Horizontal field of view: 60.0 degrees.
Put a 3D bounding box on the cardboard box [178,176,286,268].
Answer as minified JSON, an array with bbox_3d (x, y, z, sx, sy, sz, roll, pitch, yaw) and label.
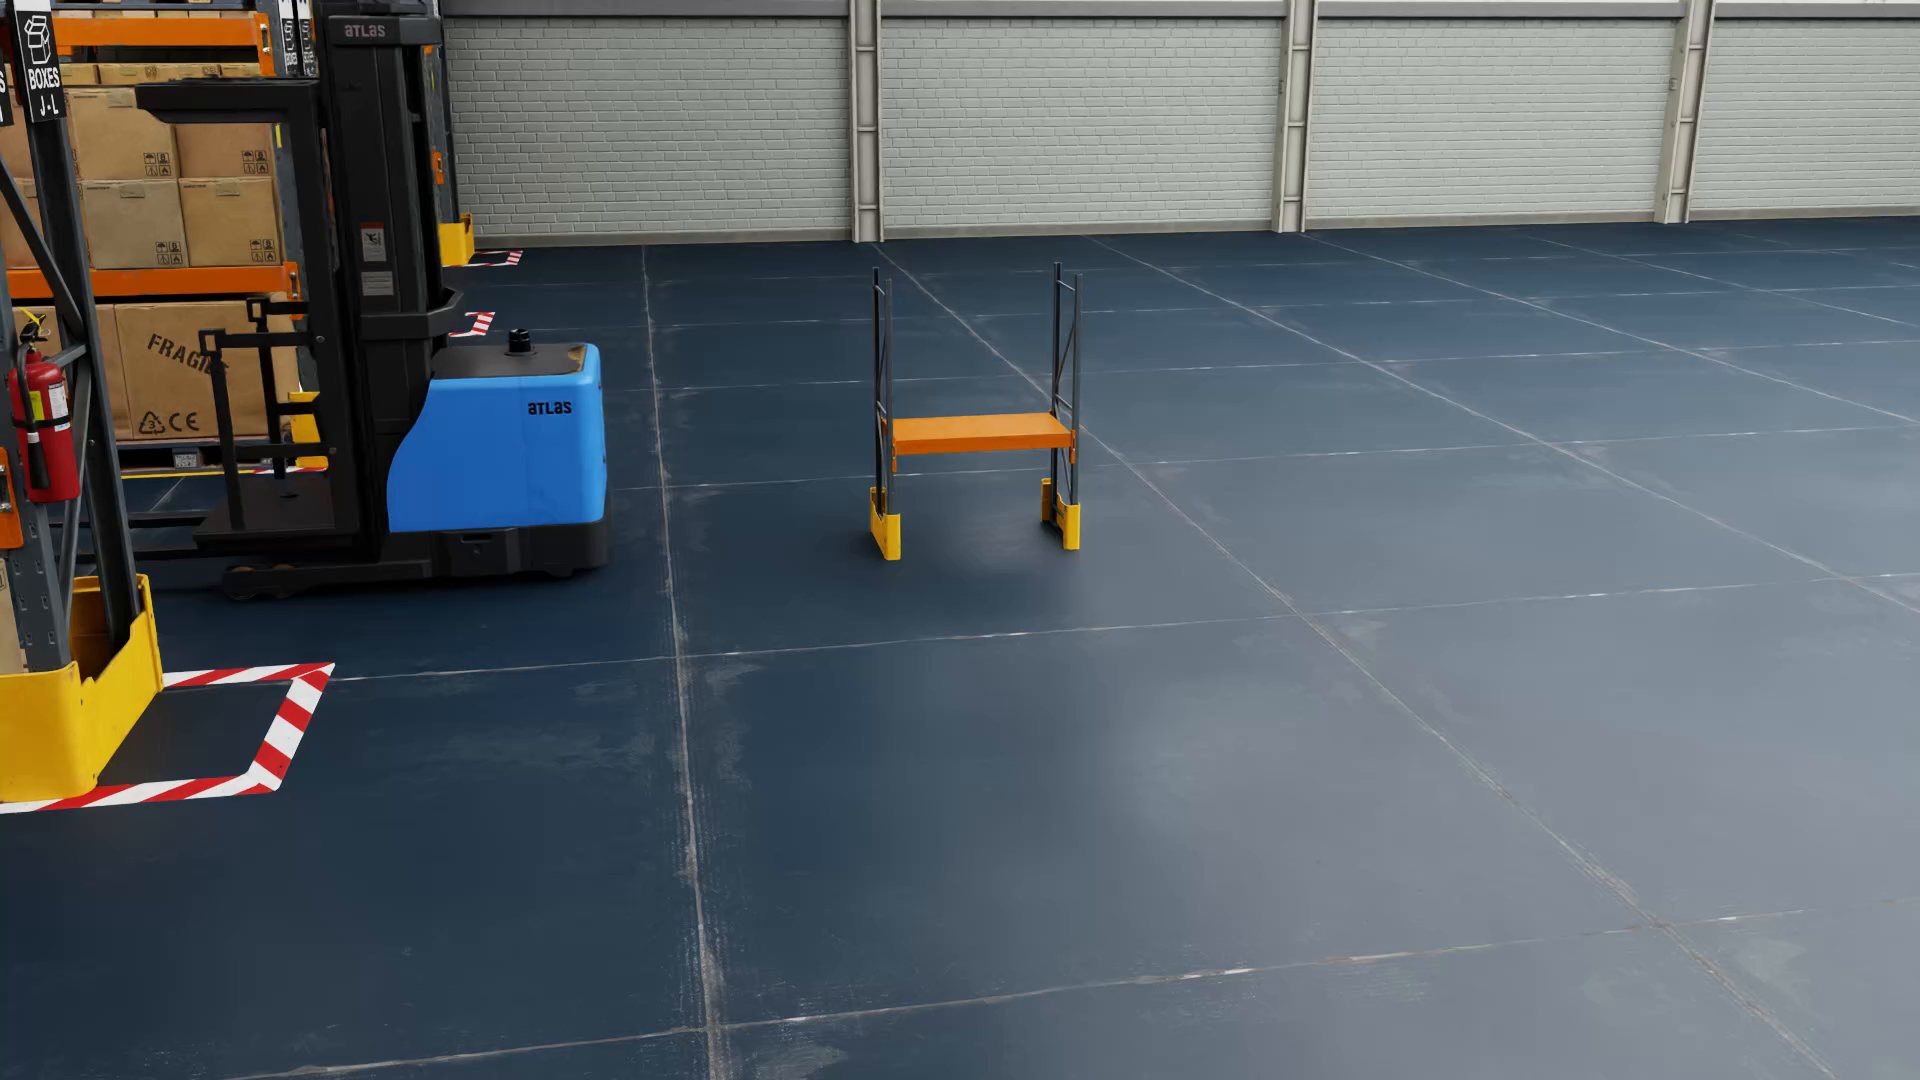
[{"bbox_3d":[-4.655,-2.113,10.827,0.550,0.550,0.875,-3,17,-10],"label":"cardboard box"}]

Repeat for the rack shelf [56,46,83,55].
[{"bbox_3d":[-12.174,-5.683,18.822,4.000,0.370,1.077,-3,17,-10],"label":"rack shelf"}]

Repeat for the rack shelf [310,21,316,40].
[{"bbox_3d":[-7.301,-4.475,14.889,4.000,0.370,1.077,-3,17,-10],"label":"rack shelf"}]

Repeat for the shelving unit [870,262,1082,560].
[{"bbox_3d":[0.075,-0.721,9.105,1.083,1.500,0.587,-3,17,-10],"label":"shelving unit"}]

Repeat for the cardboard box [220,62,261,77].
[{"bbox_3d":[-6.296,-4.047,14.999,0.500,0.500,0.700,-3,17,-10],"label":"cardboard box"}]

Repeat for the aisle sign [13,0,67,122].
[{"bbox_3d":[-3.453,-1.972,6.197,0.004,0.787,0.394,-3,17,-10],"label":"aisle sign"}]

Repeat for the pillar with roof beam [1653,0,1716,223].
[{"bbox_3d":[11.353,-7.778,19.307,0.400,9.000,9.100,-3,17,-10],"label":"pillar with roof beam"}]

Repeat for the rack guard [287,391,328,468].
[{"bbox_3d":[-4.276,-0.882,11.331,0.348,0.500,1.175,-3,17,-10],"label":"rack guard"}]

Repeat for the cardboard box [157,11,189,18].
[{"bbox_3d":[-6.897,-4.647,14.650,0.250,0.149,0.380,-4,17,-12],"label":"cardboard box"}]

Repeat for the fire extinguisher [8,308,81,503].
[{"bbox_3d":[-3.258,-0.476,5.885,0.183,0.674,0.296,-3,17,-10],"label":"fire extinguisher"}]

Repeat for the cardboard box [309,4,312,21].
[{"bbox_3d":[-5.873,-4.687,14.780,0.250,0.149,0.380,-3,17,-10],"label":"cardboard box"}]

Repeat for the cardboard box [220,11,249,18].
[{"bbox_3d":[-6.401,-4.687,14.781,0.250,0.149,0.380,-3,17,-10],"label":"cardboard box"}]

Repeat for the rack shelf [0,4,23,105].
[{"bbox_3d":[-5.421,-1.618,5.588,4.000,0.370,1.077,-3,17,-10],"label":"rack shelf"}]

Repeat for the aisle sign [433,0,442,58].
[{"bbox_3d":[-6.162,-6.089,19.599,0.004,0.787,0.394,-3,17,-10],"label":"aisle sign"}]

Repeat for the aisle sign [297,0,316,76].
[{"bbox_3d":[-4.286,-3.408,10.872,0.004,0.787,0.394,-3,17,-10],"label":"aisle sign"}]

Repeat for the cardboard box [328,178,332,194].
[{"bbox_3d":[-5.664,-3.294,15.355,0.250,0.149,0.380,-3,17,-9],"label":"cardboard box"}]

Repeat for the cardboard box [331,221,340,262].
[{"bbox_3d":[-6.205,-2.775,15.927,0.500,0.500,0.500,-4,17,-12],"label":"cardboard box"}]

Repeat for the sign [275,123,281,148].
[{"bbox_3d":[-4.210,-2.585,10.243,0.005,0.325,0.100,-3,17,-10],"label":"sign"}]

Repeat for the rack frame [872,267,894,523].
[{"bbox_3d":[-0.415,-0.693,9.015,0.032,1.500,0.500,-3,17,-10],"label":"rack frame"}]

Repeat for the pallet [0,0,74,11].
[{"bbox_3d":[-6.226,-3.353,10.163,1.213,0.211,1.003,-3,17,-10],"label":"pallet"}]

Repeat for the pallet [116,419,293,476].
[{"bbox_3d":[-5.069,-0.675,11.150,1.213,0.211,1.003,-3,17,-10],"label":"pallet"}]

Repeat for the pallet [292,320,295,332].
[{"bbox_3d":[-6.216,-2.124,15.868,1.213,0.211,1.003,-3,17,-10],"label":"pallet"}]

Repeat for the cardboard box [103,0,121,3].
[{"bbox_3d":[-7.287,-4.808,14.497,0.500,0.250,0.500,-3,17,-10],"label":"cardboard box"}]

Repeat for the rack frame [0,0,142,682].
[{"bbox_3d":[-3.457,-0.640,6.286,0.127,3.000,1.000,-3,17,-10],"label":"rack frame"}]

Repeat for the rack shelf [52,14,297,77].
[{"bbox_3d":[-6.263,-3.054,10.262,4.000,0.370,1.077,-3,17,-10],"label":"rack shelf"}]

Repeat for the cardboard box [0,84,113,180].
[{"bbox_3d":[-5.769,-2.604,10.587,0.550,0.550,0.875,-3,17,-10],"label":"cardboard box"}]

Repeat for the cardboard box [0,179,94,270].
[{"bbox_3d":[-5.764,-2.081,10.723,0.550,0.550,0.875,-3,17,-10],"label":"cardboard box"}]

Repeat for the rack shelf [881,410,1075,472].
[{"bbox_3d":[0.084,-0.550,9.160,1.000,0.185,0.538,-3,17,-10],"label":"rack shelf"}]

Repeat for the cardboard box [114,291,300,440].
[{"bbox_3d":[-4.952,-1.203,11.025,0.875,0.875,0.875,-3,17,-10],"label":"cardboard box"}]

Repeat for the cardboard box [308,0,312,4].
[{"bbox_3d":[-5.789,-4.895,14.779,0.500,0.250,0.500,-3,17,-11],"label":"cardboard box"}]

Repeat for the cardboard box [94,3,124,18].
[{"bbox_3d":[-7.395,-4.620,14.564,0.250,0.149,0.380,-3,17,-10],"label":"cardboard box"}]

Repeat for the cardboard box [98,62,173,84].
[{"bbox_3d":[-7.293,-4.001,14.850,0.500,0.500,0.700,-3,17,-11],"label":"cardboard box"}]

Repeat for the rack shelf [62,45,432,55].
[{"bbox_3d":[-8.246,-5.906,19.547,4.000,0.370,1.077,-3,17,-10],"label":"rack shelf"}]

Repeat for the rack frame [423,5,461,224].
[{"bbox_3d":[-6.283,-4.927,20.245,0.127,3.000,1.000,-3,17,-10],"label":"rack frame"}]

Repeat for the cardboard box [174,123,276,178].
[{"bbox_3d":[-4.671,-2.654,10.748,0.550,0.550,0.875,-3,17,-10],"label":"cardboard box"}]

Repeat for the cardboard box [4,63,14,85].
[{"bbox_3d":[-8.286,-3.926,14.605,0.500,0.500,0.700,-3,17,-10],"label":"cardboard box"}]

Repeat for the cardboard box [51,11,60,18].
[{"bbox_3d":[-7.904,-4.592,14.474,0.250,0.149,0.380,-4,17,-12],"label":"cardboard box"}]

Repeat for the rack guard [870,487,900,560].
[{"bbox_3d":[-0.414,-0.096,9.199,0.087,0.250,0.587,-3,17,-10],"label":"rack guard"}]

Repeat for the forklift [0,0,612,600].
[{"bbox_3d":[-3.408,-1.267,8.444,3.031,2.935,1.130,-3,17,-10],"label":"forklift"}]
